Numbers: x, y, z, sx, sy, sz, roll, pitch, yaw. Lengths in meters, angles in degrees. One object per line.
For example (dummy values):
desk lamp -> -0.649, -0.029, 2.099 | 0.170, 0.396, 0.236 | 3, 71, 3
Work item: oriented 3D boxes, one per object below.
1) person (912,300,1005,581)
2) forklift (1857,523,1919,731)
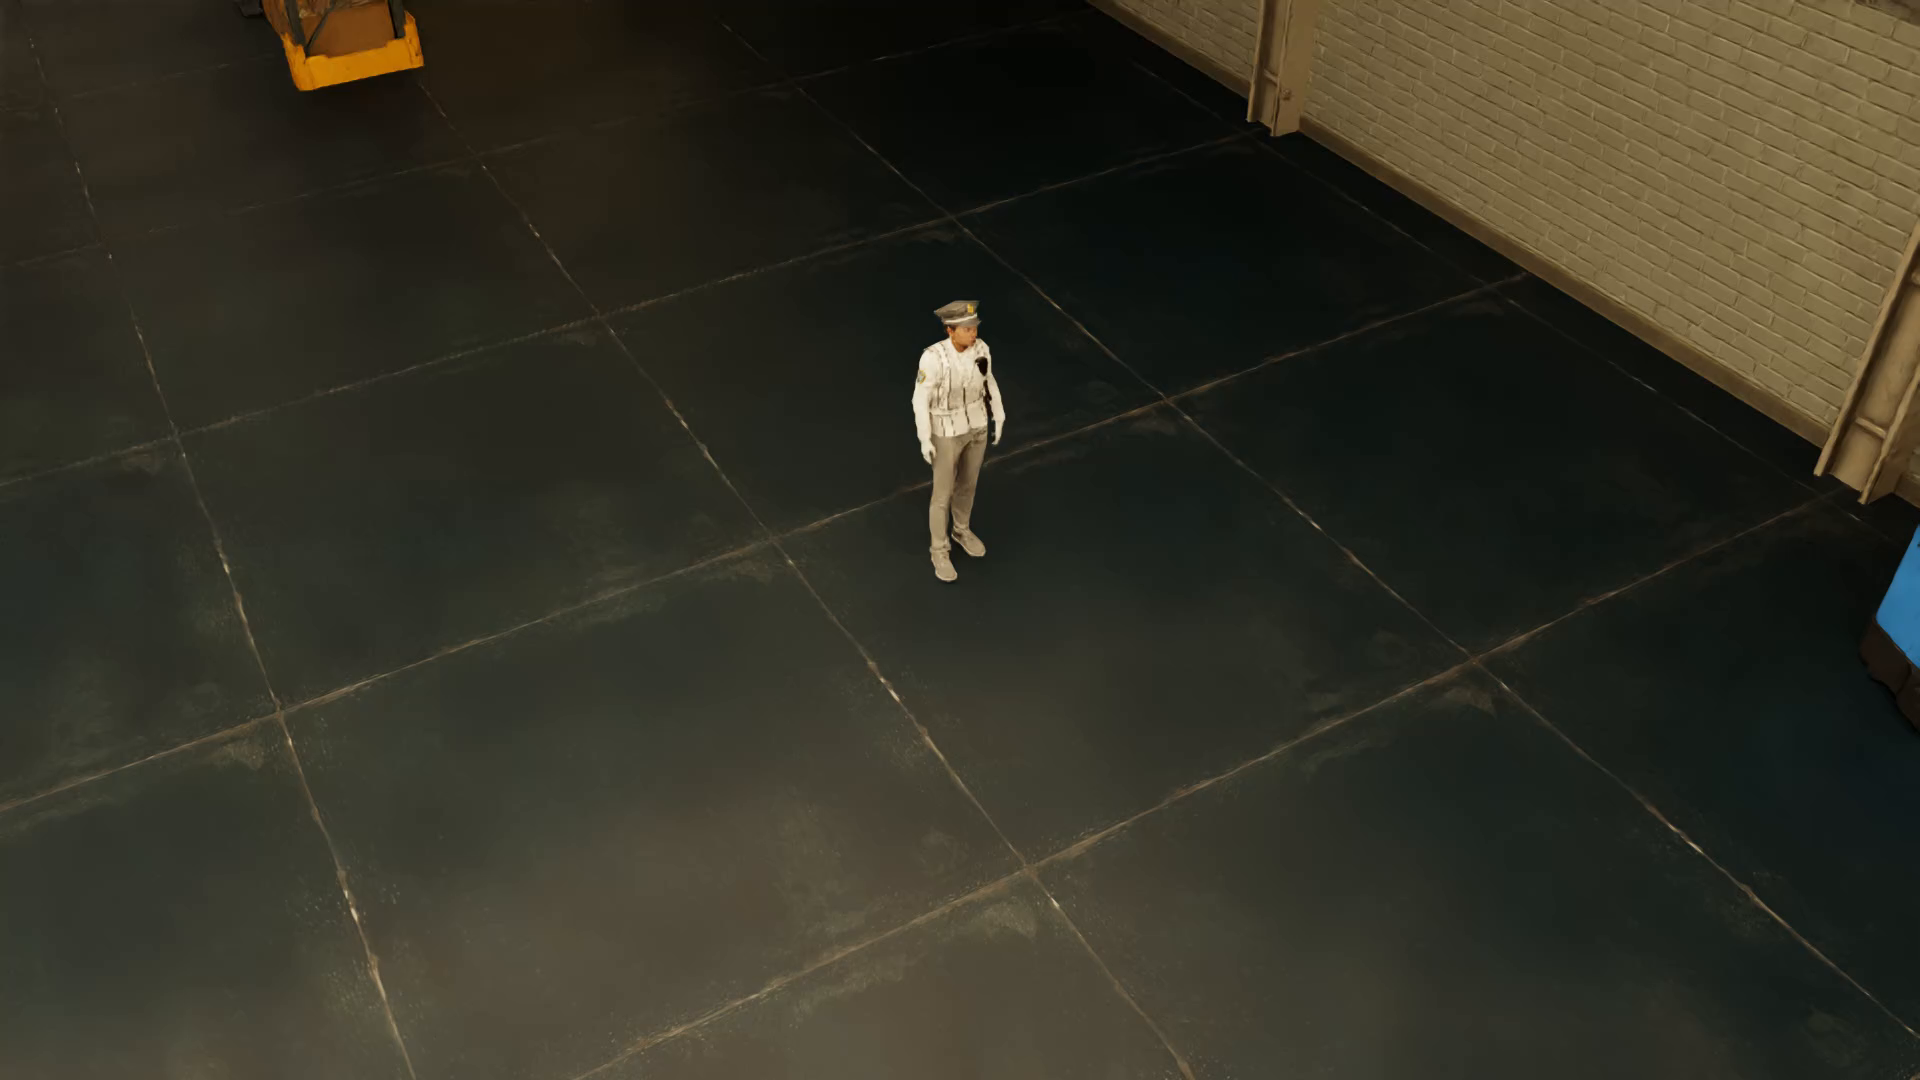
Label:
person -> 0.028, -0.618, 9.739 | 0.586, 1.695, 0.532 | -20, 44, -23
forklift -> 5.874, 0.405, 7.548 | 1.130, 2.935, 3.031 | -7, 40, -8
